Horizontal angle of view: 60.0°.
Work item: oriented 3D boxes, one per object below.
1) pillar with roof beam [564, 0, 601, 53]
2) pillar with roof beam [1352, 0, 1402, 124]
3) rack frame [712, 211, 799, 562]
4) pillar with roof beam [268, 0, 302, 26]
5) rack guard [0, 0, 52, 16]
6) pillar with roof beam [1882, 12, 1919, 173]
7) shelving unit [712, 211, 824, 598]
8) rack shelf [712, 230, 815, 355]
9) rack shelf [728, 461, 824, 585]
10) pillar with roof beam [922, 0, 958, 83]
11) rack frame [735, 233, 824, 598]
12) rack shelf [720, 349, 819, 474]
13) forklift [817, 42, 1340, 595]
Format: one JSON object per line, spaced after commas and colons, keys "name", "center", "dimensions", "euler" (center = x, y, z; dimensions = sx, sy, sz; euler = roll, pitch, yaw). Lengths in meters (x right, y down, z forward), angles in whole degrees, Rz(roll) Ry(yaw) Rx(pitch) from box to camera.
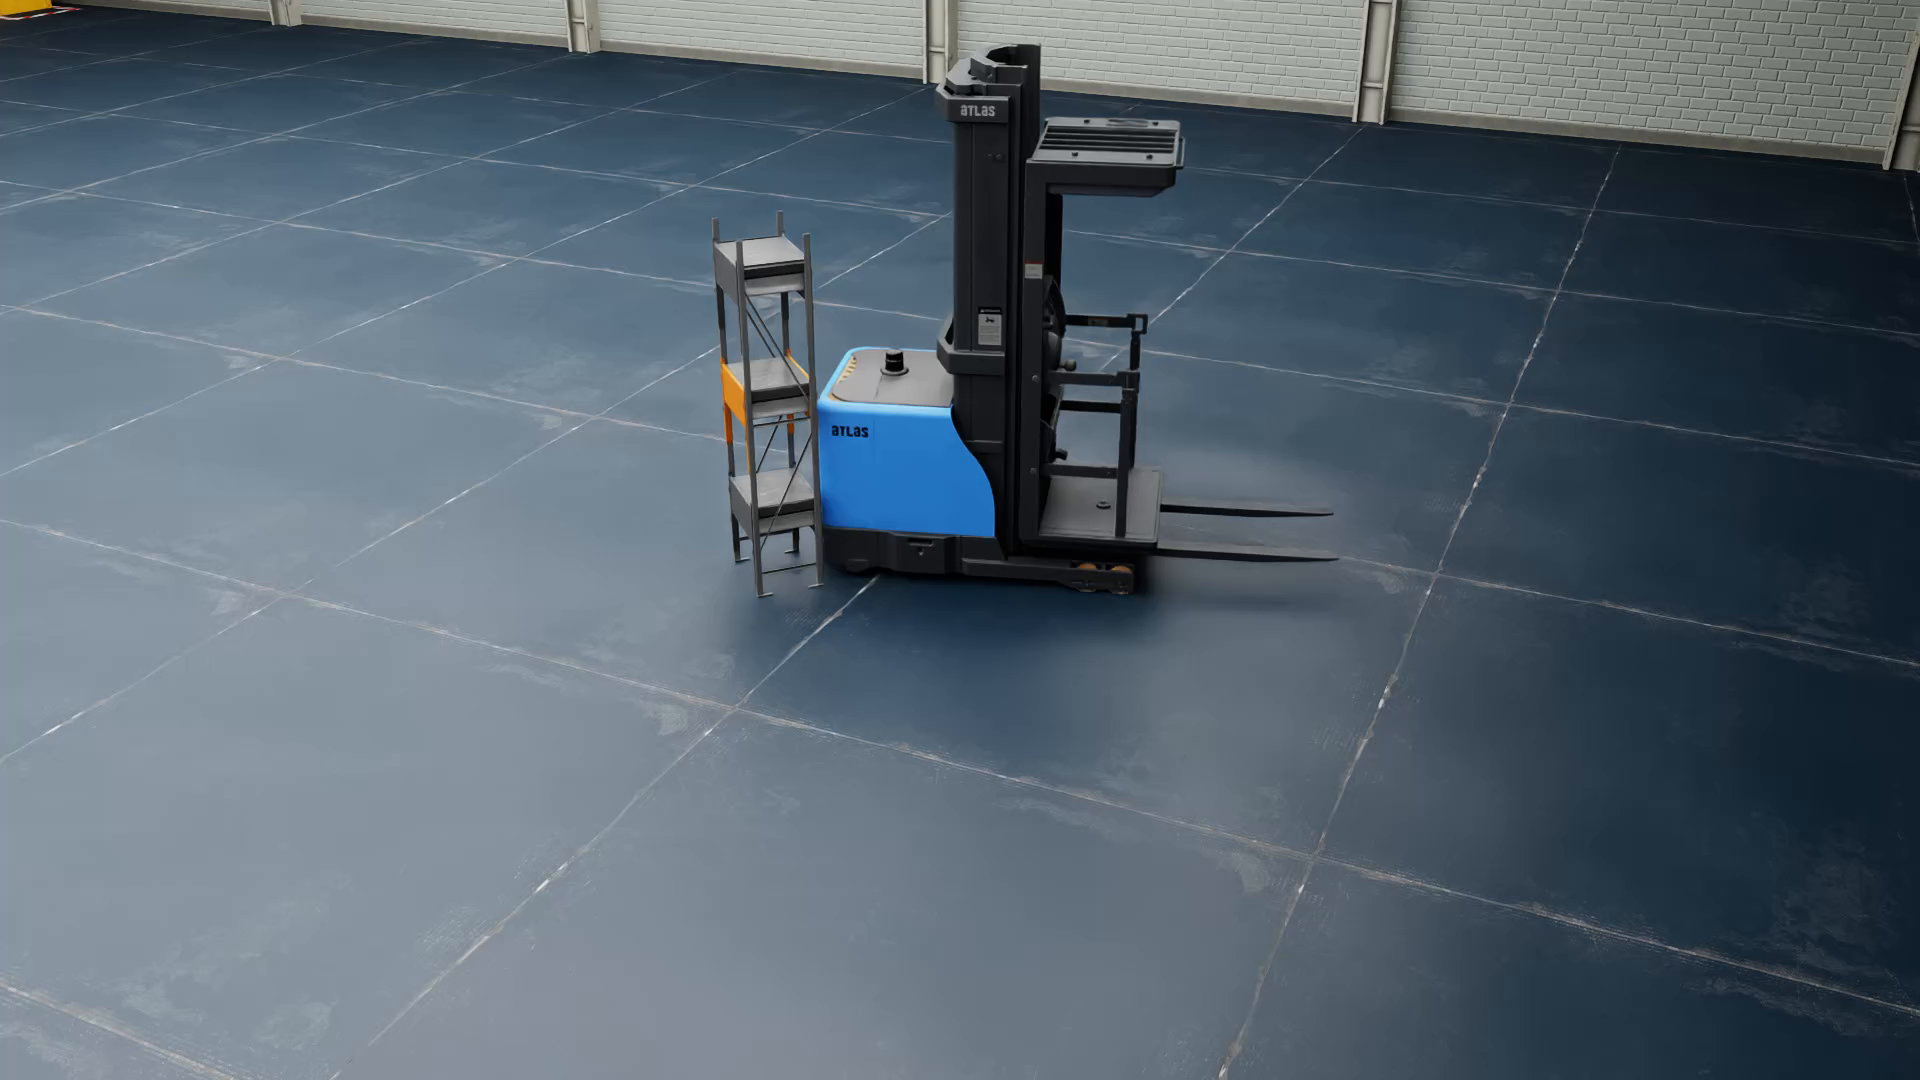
{"name": "pillar with roof beam", "center": [-7.520, -9.800, 19.967], "dimensions": [0.400, 9.000, 9.100], "euler": [11, 28, 22]}
{"name": "pillar with roof beam", "center": [3.404, -7.606, 15.510], "dimensions": [0.400, 9.000, 9.100], "euler": [11, 28, 22]}
{"name": "rack frame", "center": [-1.166, -0.844, 9.587], "dimensions": [0.400, 2.100, 0.015], "euler": [-10, 28, -20]}
{"name": "pillar with roof beam", "center": [-12.982, -10.897, 22.195], "dimensions": [0.400, 9.000, 9.100], "euler": [11, 28, 22]}
{"name": "rack guard", "center": [-16.379, -9.418, 28.813], "dimensions": [0.348, 0.500, 1.175], "euler": [11, 28, 22]}
{"name": "pillar with roof beam", "center": [8.865, -6.509, 13.282], "dimensions": [0.400, 9.000, 9.100], "euler": [11, 28, 22]}
{"name": "shelving unit", "center": [-1.074, -0.744, 9.384], "dimensions": [0.431, 2.100, 0.503], "euler": [-10, 28, -20]}
{"name": "rack shelf", "center": [-1.074, -1.360, 9.081], "dimensions": [0.431, 0.518, 0.480], "euler": [-10, 28, -20]}
{"name": "rack shelf", "center": [-1.074, -0.104, 9.699], "dimensions": [0.431, 0.518, 0.480], "euler": [-10, 28, -20]}
{"name": "pillar with roof beam", "center": [-2.058, -8.703, 17.739], "dimensions": [0.400, 9.000, 9.100], "euler": [11, 28, 22]}
{"name": "rack frame", "center": [-0.982, -0.644, 9.181], "dimensions": [0.400, 2.100, 0.015], "euler": [-10, 28, -20]}
{"name": "rack shelf", "center": [-1.074, -0.732, 9.390], "dimensions": [0.431, 0.518, 0.480], "euler": [-10, 28, -20]}
{"name": "forklift", "center": [0.723, -1.247, 9.465], "dimensions": [3.031, 2.935, 1.130], "euler": [4, 26, 7]}
